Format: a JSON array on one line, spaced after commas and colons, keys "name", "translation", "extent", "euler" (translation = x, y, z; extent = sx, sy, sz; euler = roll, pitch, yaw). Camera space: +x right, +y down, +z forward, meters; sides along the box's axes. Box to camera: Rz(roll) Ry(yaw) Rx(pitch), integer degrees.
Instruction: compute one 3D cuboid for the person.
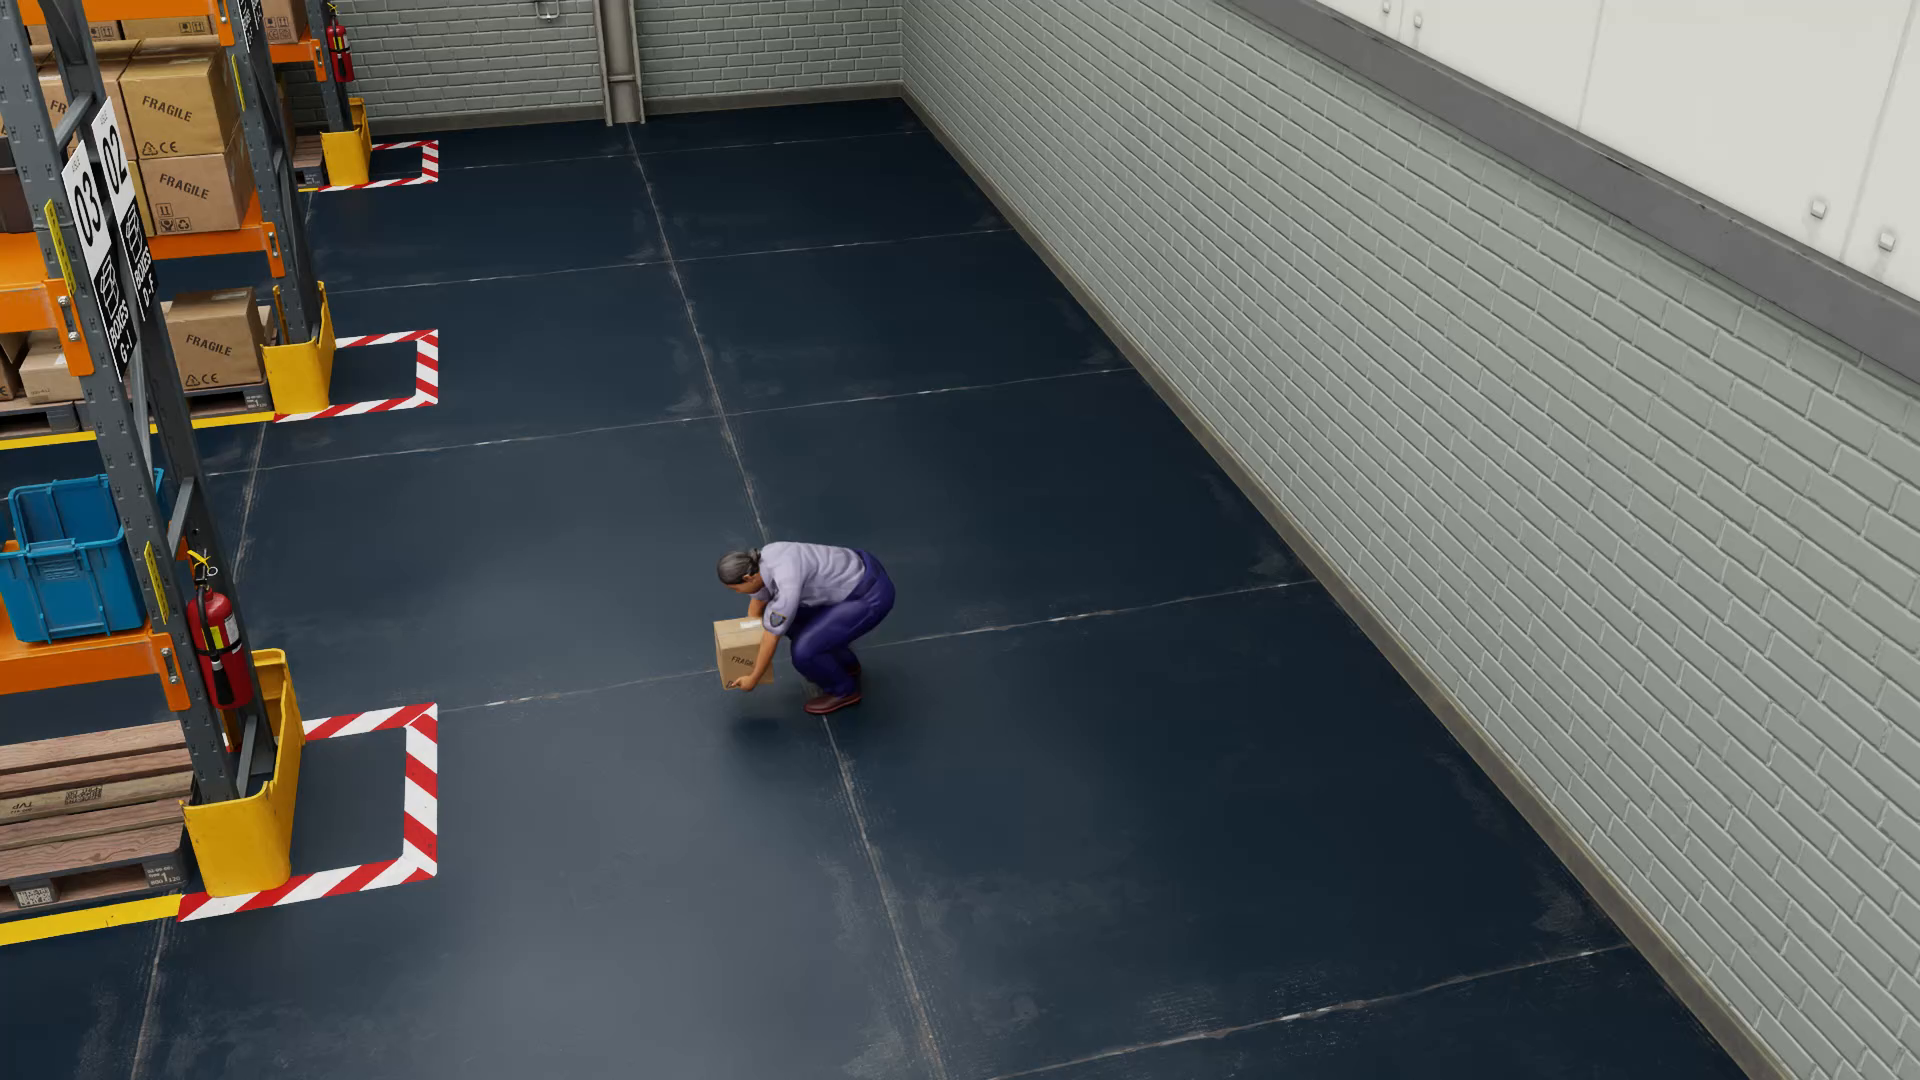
[{"name": "person", "translation": [-0.756, 0.400, 8.290], "extent": [0.868, 0.922, 0.508], "euler": [-9, 32, -15]}]
